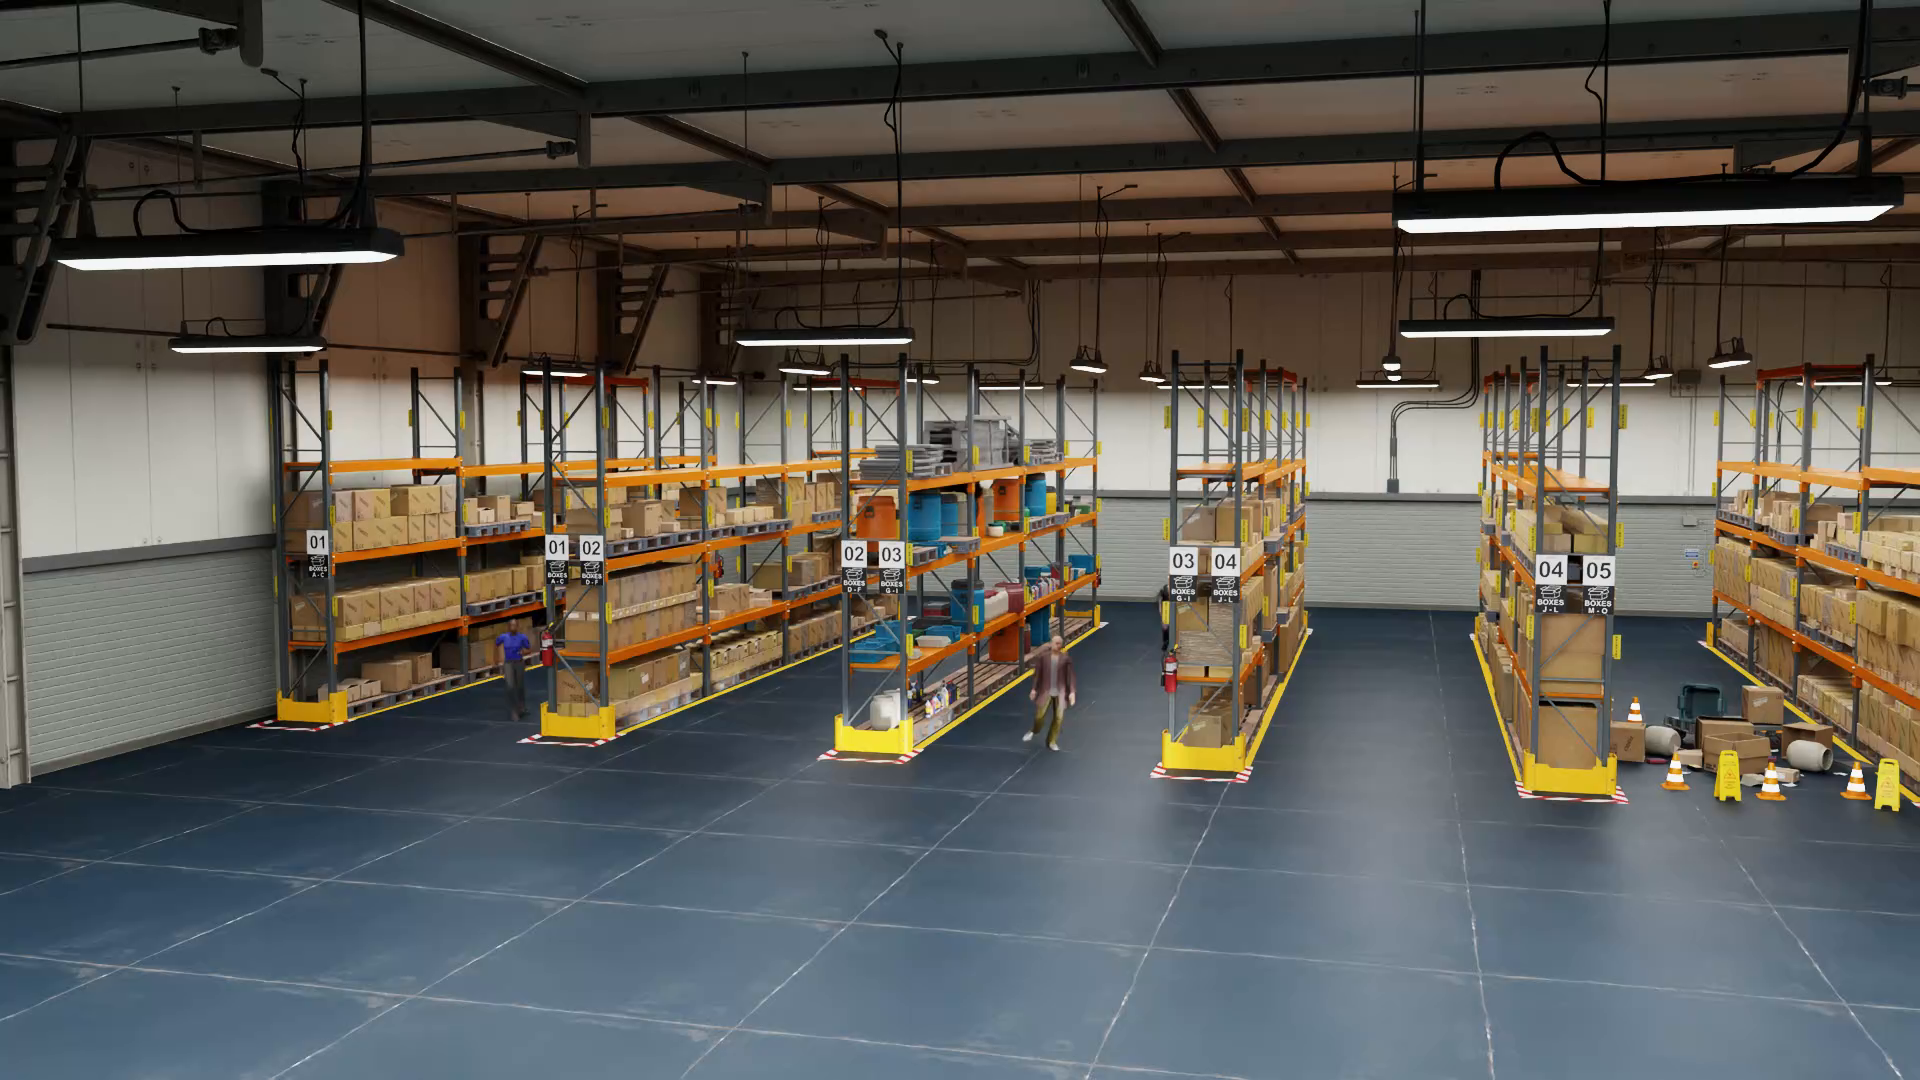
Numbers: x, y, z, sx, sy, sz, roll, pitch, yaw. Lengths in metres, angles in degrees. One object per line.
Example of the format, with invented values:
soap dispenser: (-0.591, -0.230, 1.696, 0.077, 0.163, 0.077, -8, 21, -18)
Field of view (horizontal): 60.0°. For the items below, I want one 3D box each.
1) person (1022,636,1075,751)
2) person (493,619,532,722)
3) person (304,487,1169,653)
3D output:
person: (1.345, 2.311, 25.254, 0.802, 1.737, 0.627, 0, 4, 1)
person: (-7.531, 2.160, 28.035, 0.626, 1.690, 0.907, -1, 4, -17)
person: (-3.122, 0.750, 32.171, 14.467, 3.884, 10.340, 1, 4, 10)
